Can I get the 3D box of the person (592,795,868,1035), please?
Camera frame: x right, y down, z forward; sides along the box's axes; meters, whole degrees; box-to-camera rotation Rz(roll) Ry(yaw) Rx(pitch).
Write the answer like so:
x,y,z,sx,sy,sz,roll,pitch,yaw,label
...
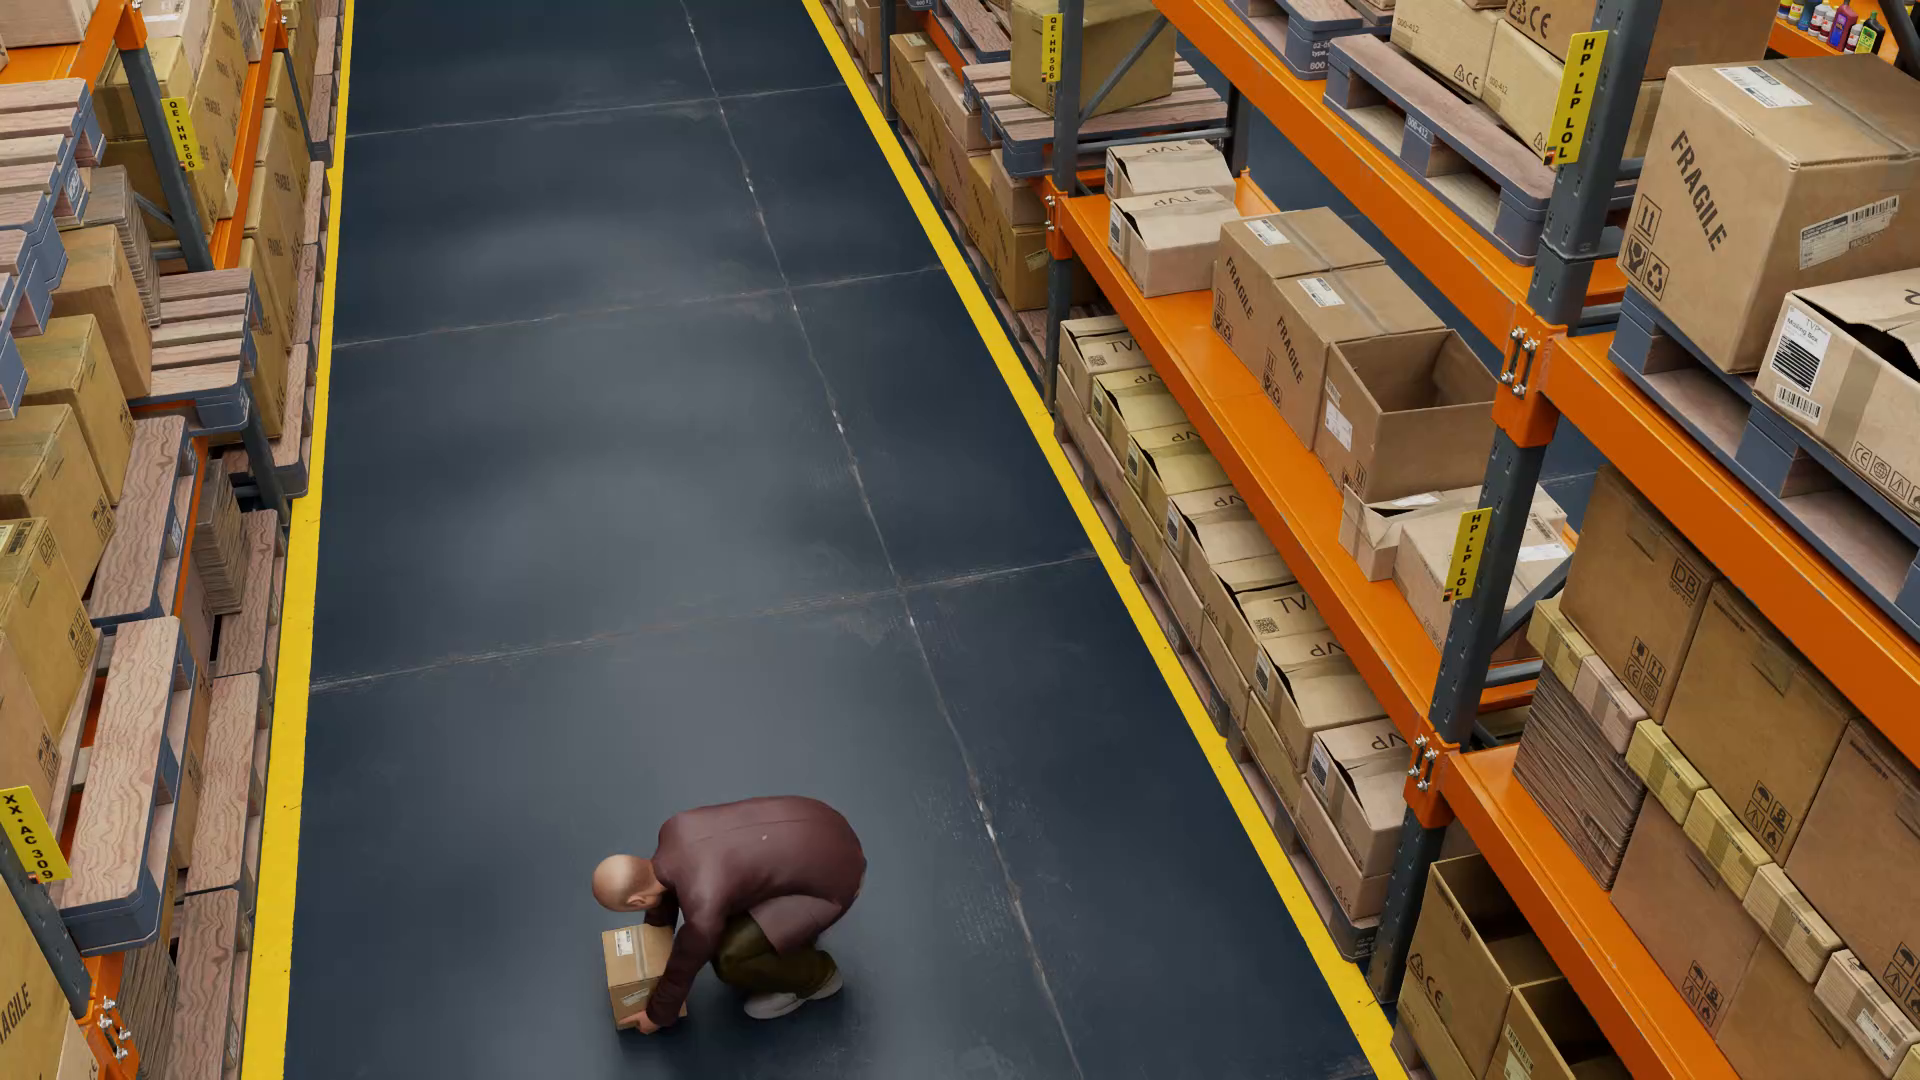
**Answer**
x,y,z,sx,sy,sz,roll,pitch,yaw,label
-0.787,1.300,5.867,0.940,0.811,0.574,-10,39,-13,person
